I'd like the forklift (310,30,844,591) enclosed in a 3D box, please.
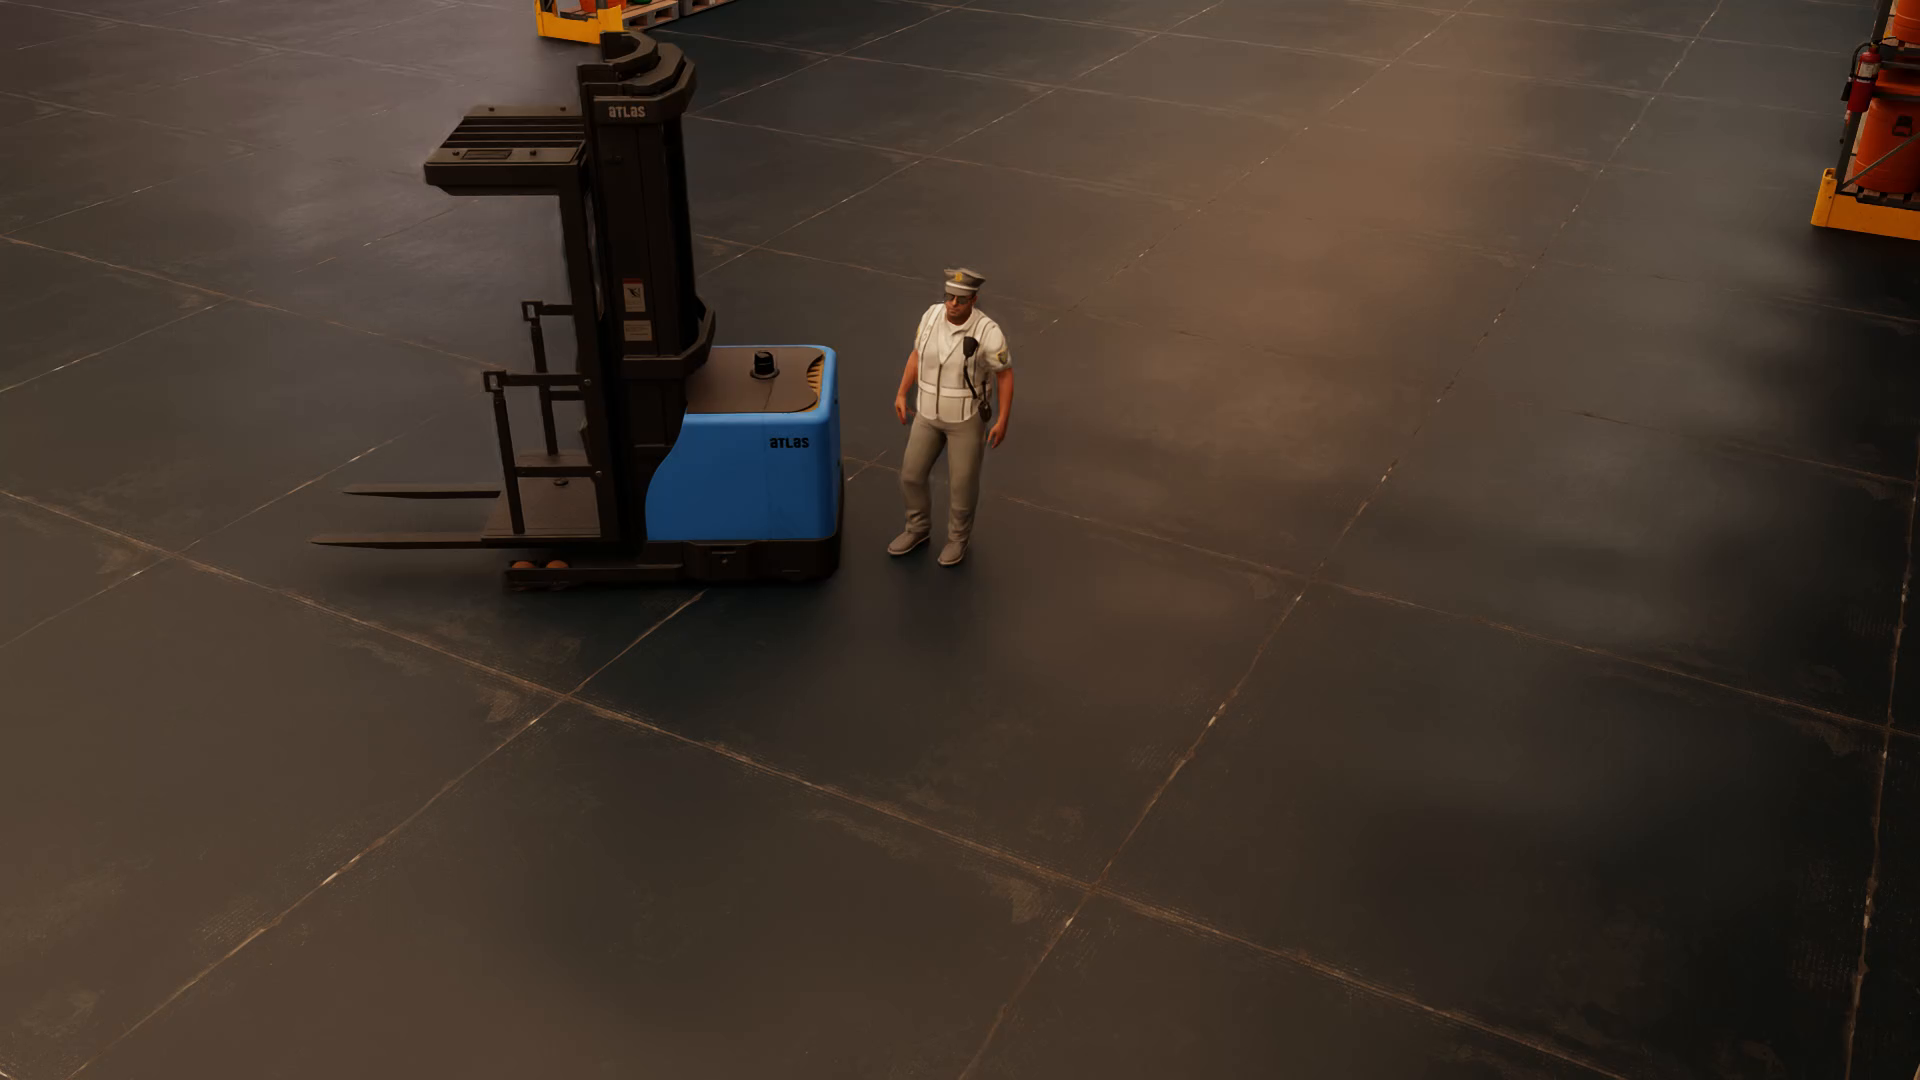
[{"bbox_3d":[-2.224,-1.247,9.232,3.031,2.935,1.130,-1,30,-1],"label":"forklift"}]

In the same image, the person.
[{"bbox_3d":[-0.066,-0.715,9.487,0.691,1.757,0.484,14,33,22],"label":"person"}]
